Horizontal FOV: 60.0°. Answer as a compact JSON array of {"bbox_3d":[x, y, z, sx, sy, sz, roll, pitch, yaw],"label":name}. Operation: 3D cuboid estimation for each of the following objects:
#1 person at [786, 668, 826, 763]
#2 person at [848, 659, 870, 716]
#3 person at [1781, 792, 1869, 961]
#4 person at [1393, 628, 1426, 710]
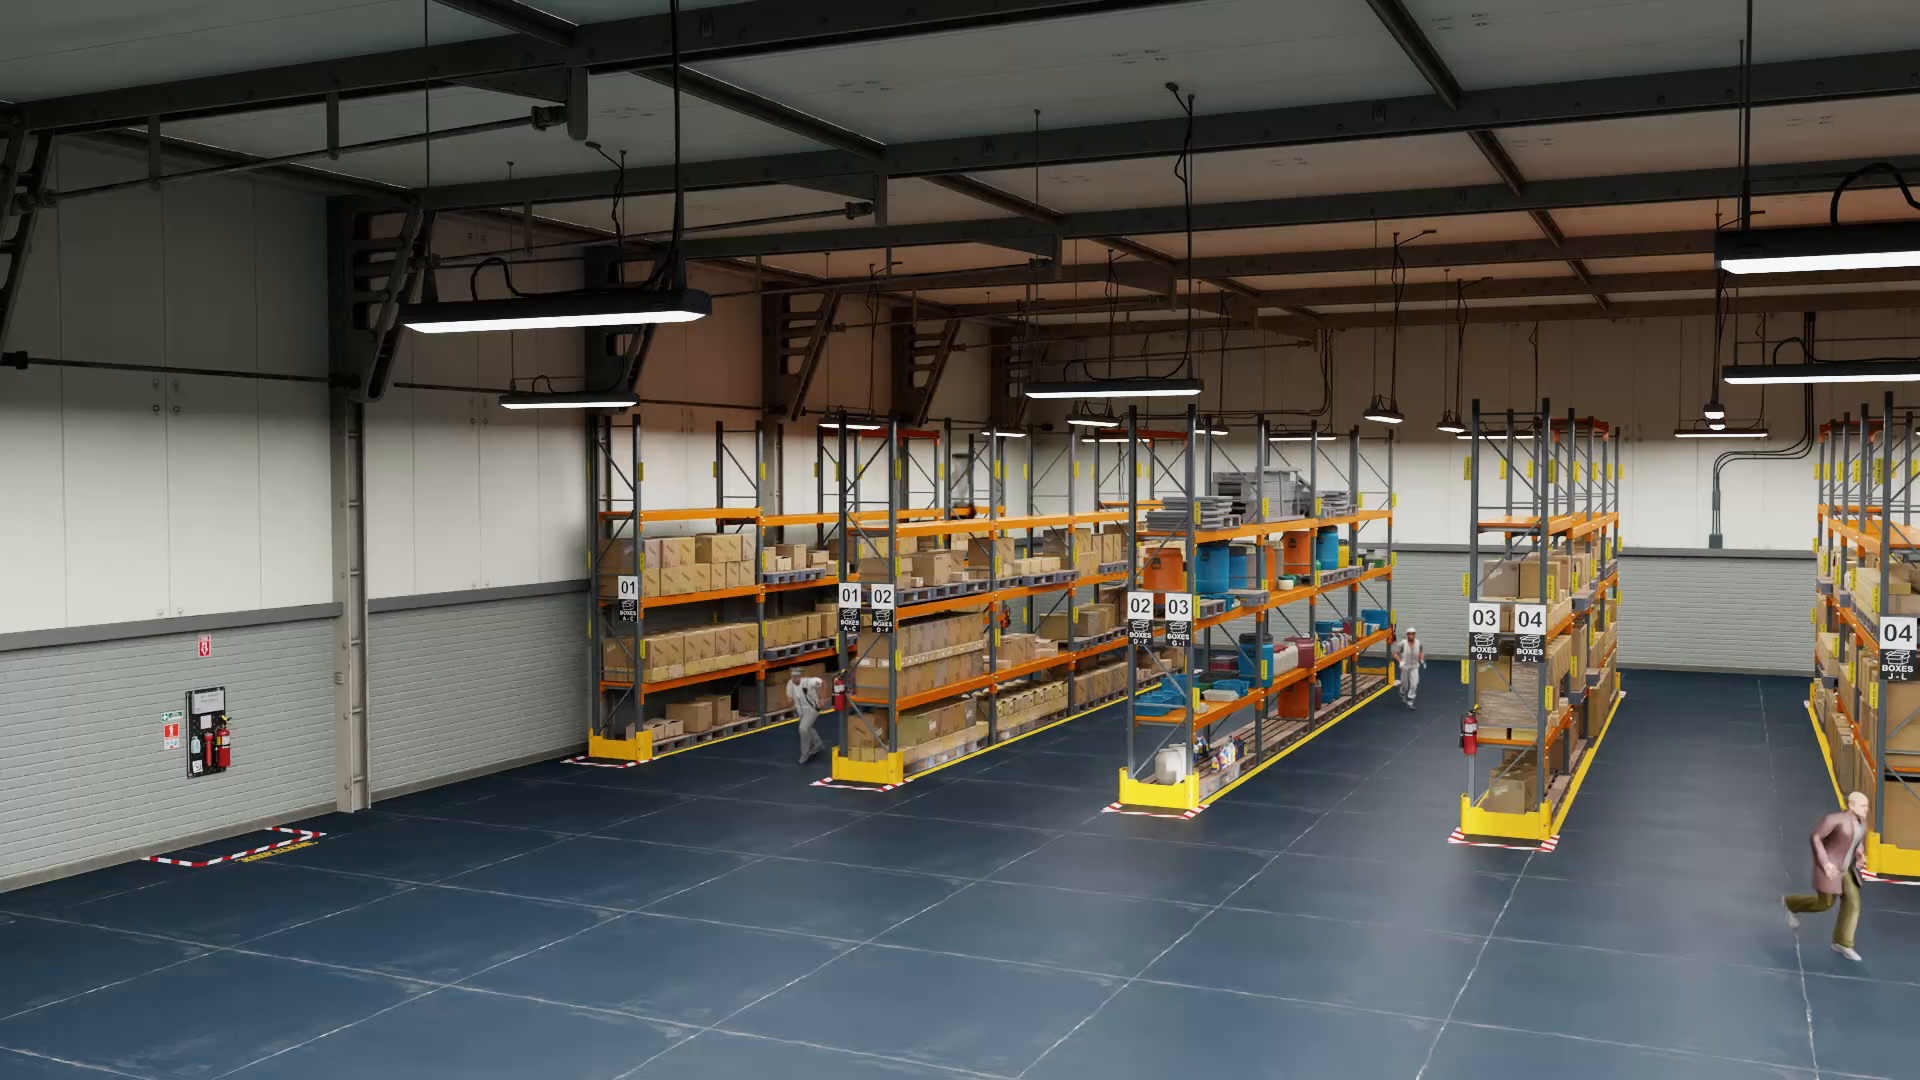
[{"bbox_3d":[-2.625,3.029,28.849,0.704,1.710,1.021,1,3,27],"label":"person"},{"bbox_3d":[-1.810,2.960,30.621,0.540,1.594,0.960,1,3,27],"label":"person"},{"bbox_3d":[9.086,3.449,17.452,0.722,1.739,0.979,-1,3,-28],"label":"person"},{"bbox_3d":[9.473,2.695,35.153,0.661,1.733,0.753,0,2,1],"label":"person"}]
